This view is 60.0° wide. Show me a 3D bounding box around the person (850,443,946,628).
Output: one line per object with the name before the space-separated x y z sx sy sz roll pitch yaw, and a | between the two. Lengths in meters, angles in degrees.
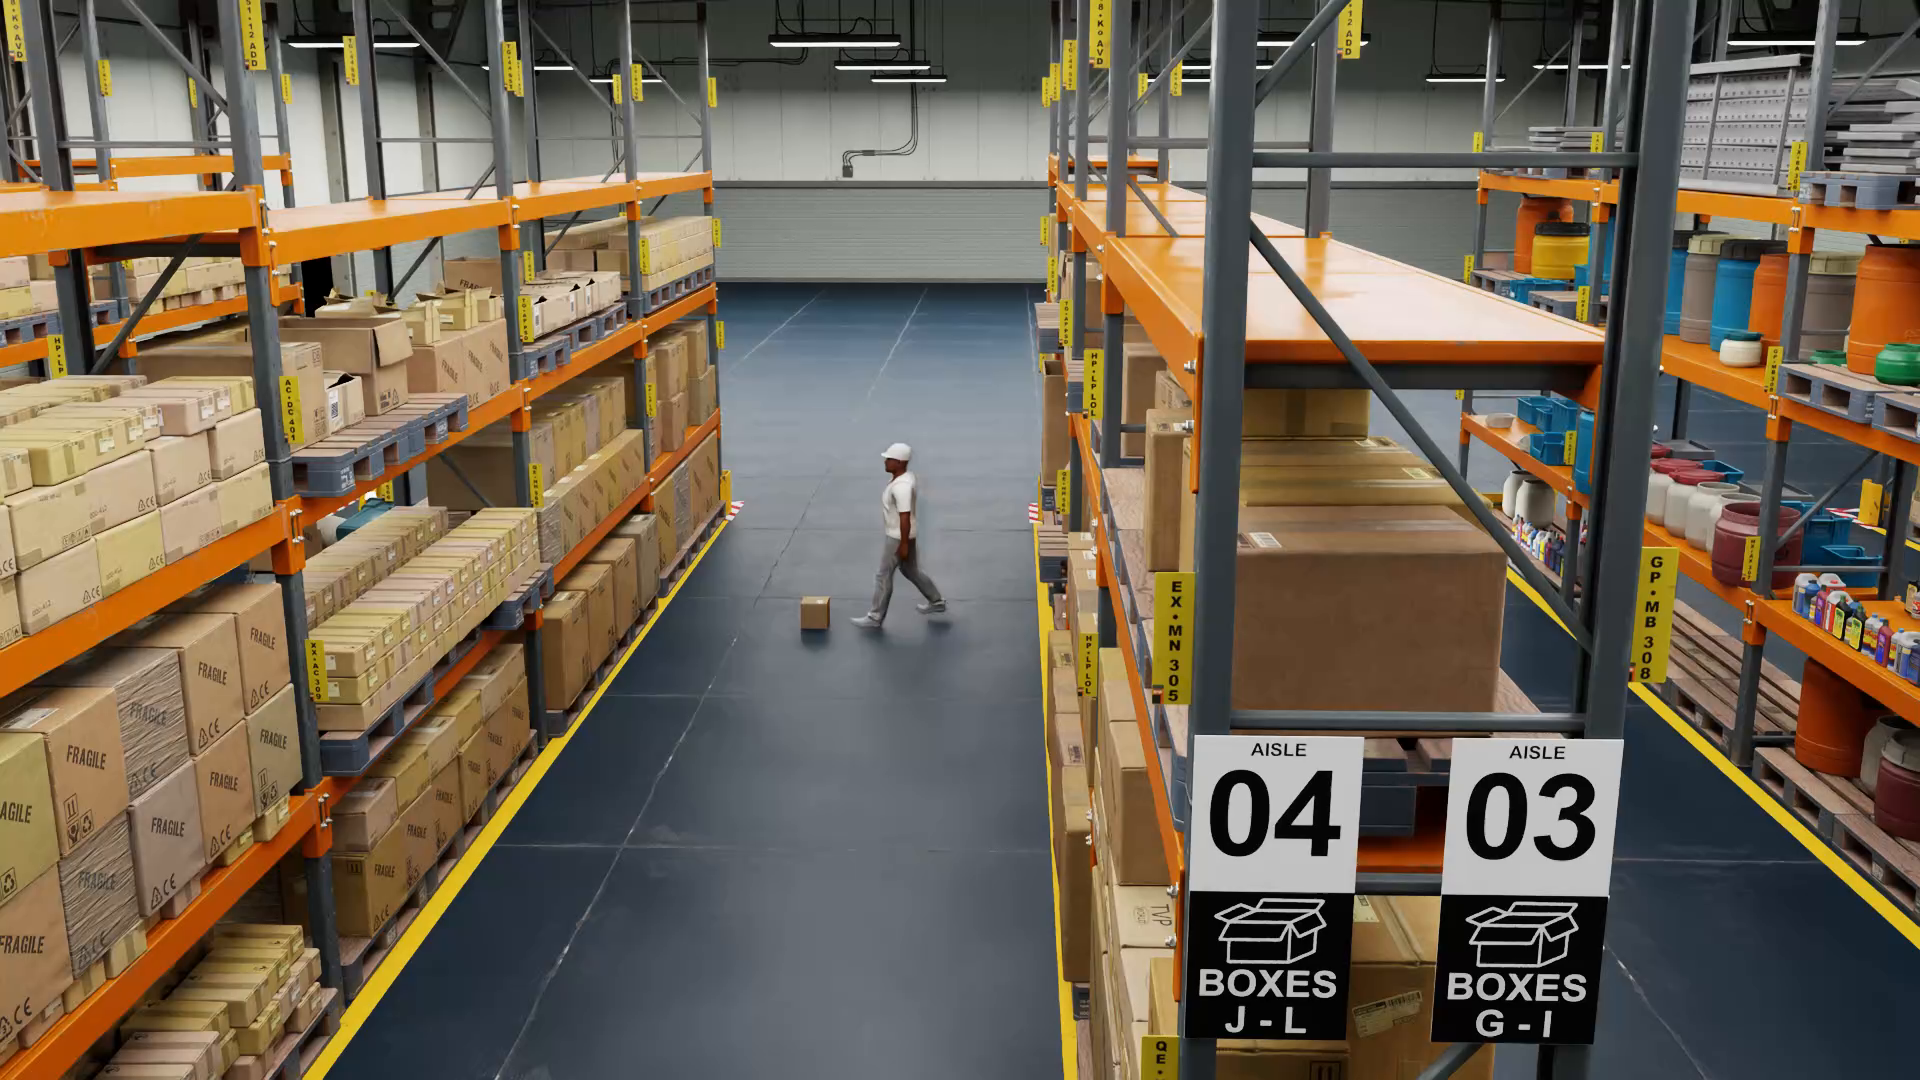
person | -0.587 -0.054 15.670 0.904 1.743 0.602 0 14 1
